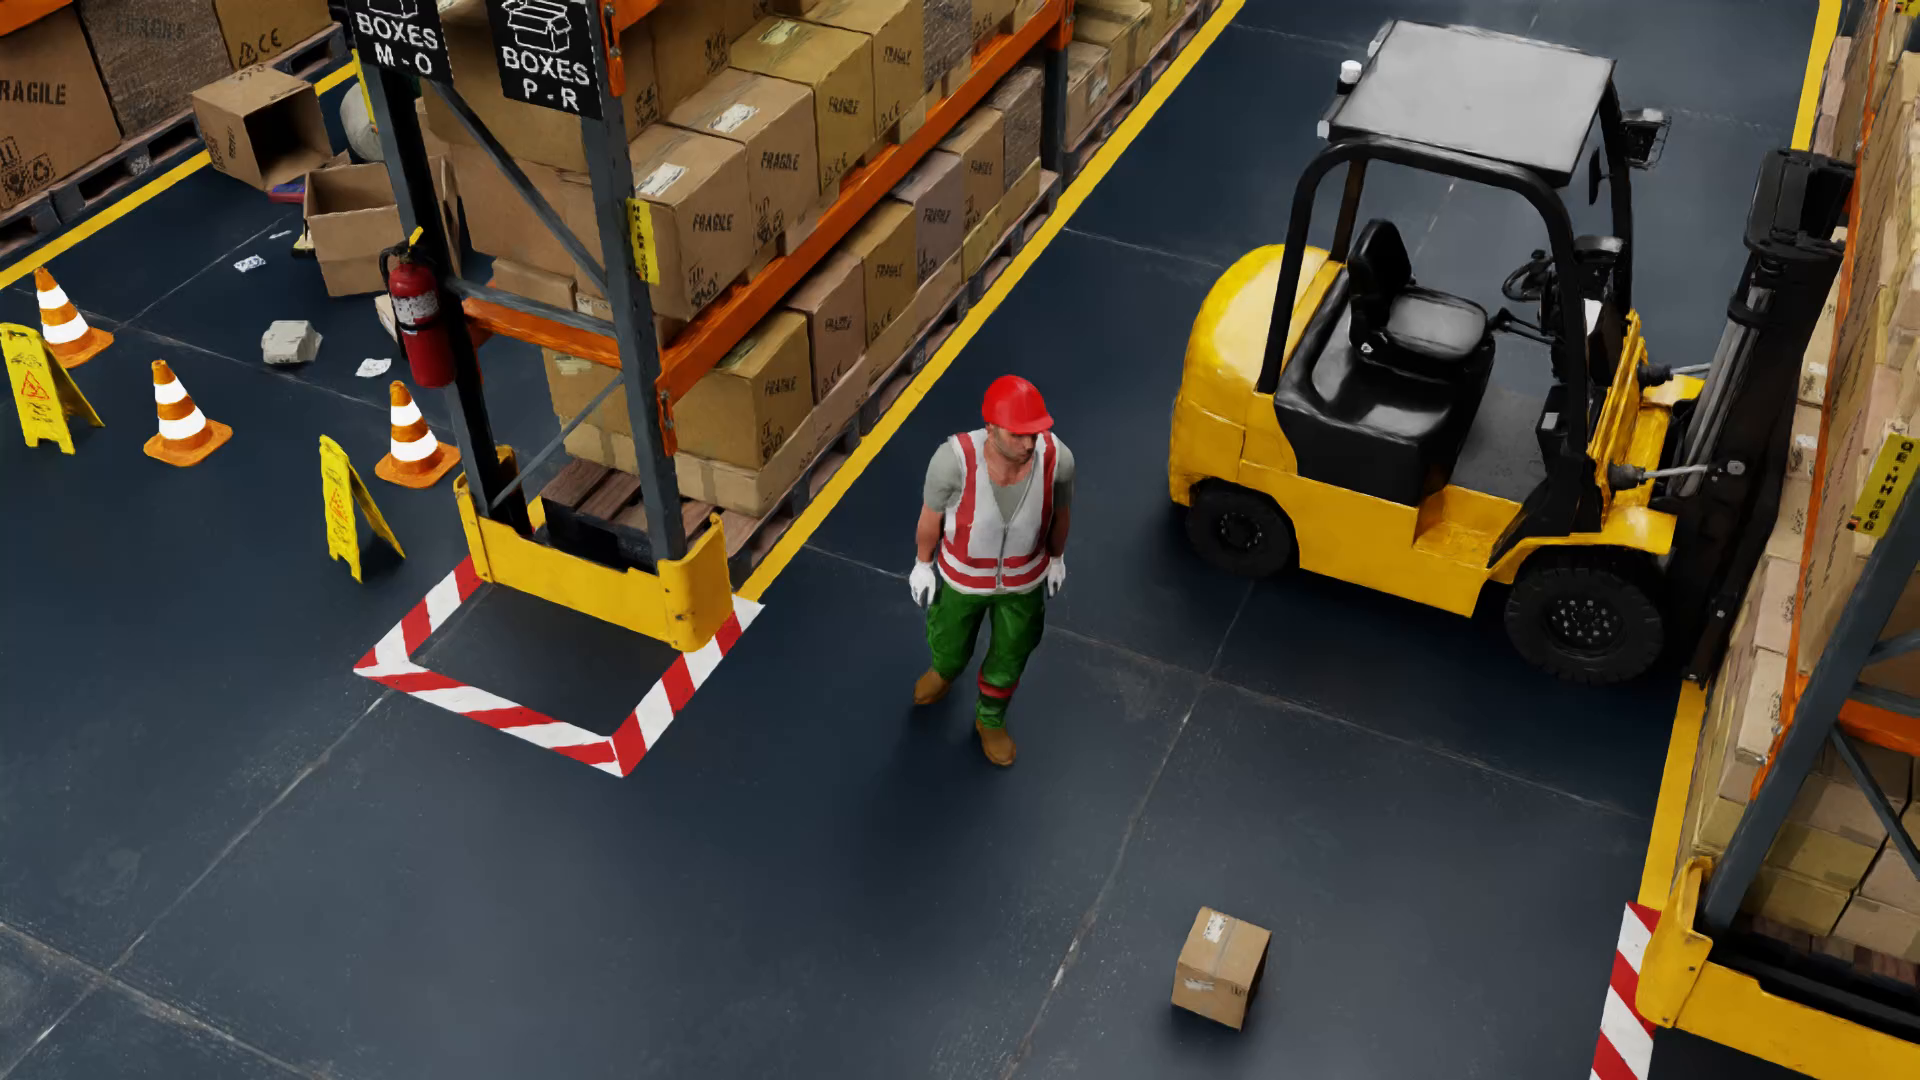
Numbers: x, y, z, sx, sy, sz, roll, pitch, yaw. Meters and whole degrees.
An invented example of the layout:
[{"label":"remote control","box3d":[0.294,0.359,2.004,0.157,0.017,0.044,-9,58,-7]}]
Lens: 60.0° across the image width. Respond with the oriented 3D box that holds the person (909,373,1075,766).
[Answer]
[{"label":"person","box3d":[0.103,0.072,6.060,0.590,1.780,0.566,-5,42,-6]}]
